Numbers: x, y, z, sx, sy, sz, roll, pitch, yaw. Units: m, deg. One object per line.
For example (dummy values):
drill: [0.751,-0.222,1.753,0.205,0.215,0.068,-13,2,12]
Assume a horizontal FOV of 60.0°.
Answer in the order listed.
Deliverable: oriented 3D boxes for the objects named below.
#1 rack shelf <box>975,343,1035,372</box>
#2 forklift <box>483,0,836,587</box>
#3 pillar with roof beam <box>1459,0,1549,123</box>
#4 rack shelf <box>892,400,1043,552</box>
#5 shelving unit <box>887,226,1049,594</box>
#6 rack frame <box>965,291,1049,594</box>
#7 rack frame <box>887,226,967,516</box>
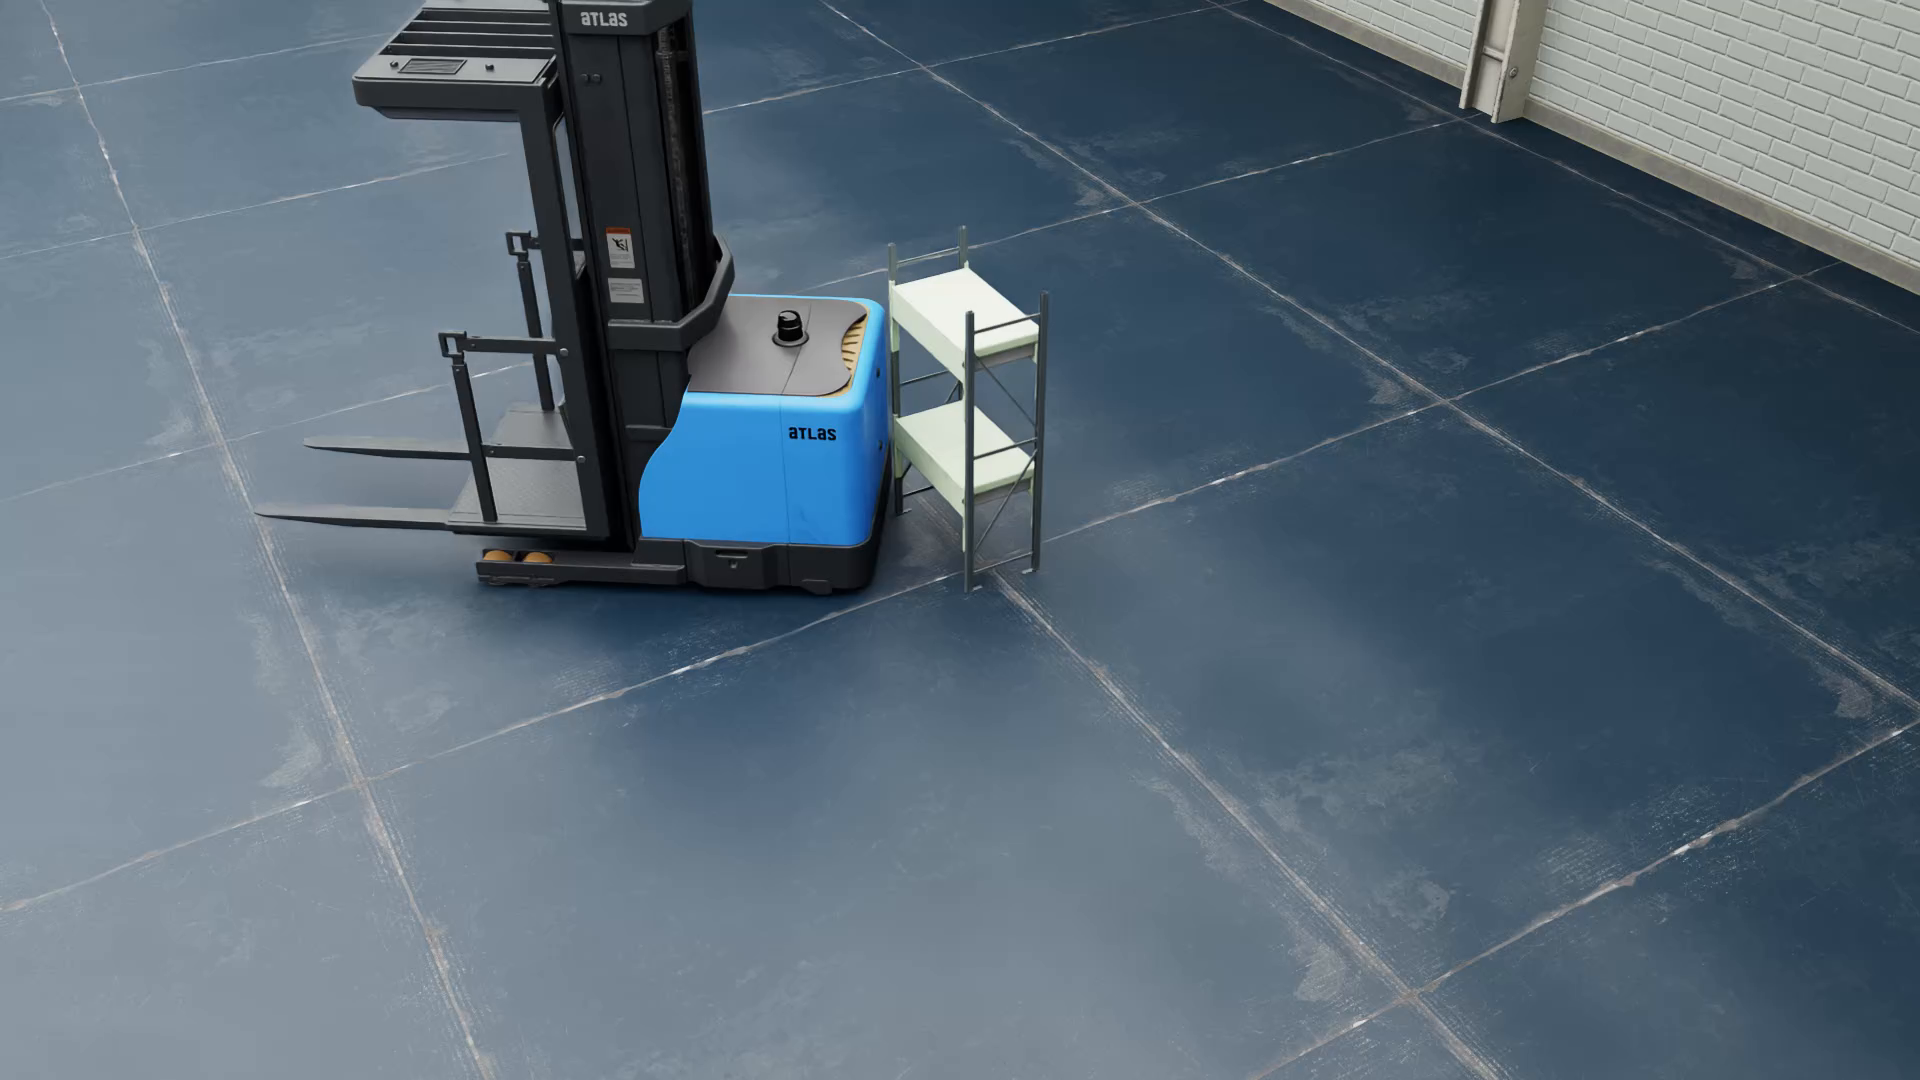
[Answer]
rack shelf: [0.027,-0.971,7.525,0.332,0.071,0.664,-18,40,-23]
forklift: [-11.333,-13.364,18.908,24.083,9.011,32.329,2,36,3]
pillar with roof beam: [0.356,-5.649,8.354,9.100,9.000,0.400,-19,40,-24]
rack shelf: [-7.649,-7.679,18.247,6.146,0.609,30.224,-18,40,-23]
shelving unit: [-7.645,-8.034,17.978,6.146,1.500,30.241,-18,40,-23]
rack frame: [0.203,-0.409,7.538,0.400,1.500,0.023,-18,40,-23]
rack frame: [-0.149,-0.787,8.057,0.400,1.500,0.023,-18,40,-23]
